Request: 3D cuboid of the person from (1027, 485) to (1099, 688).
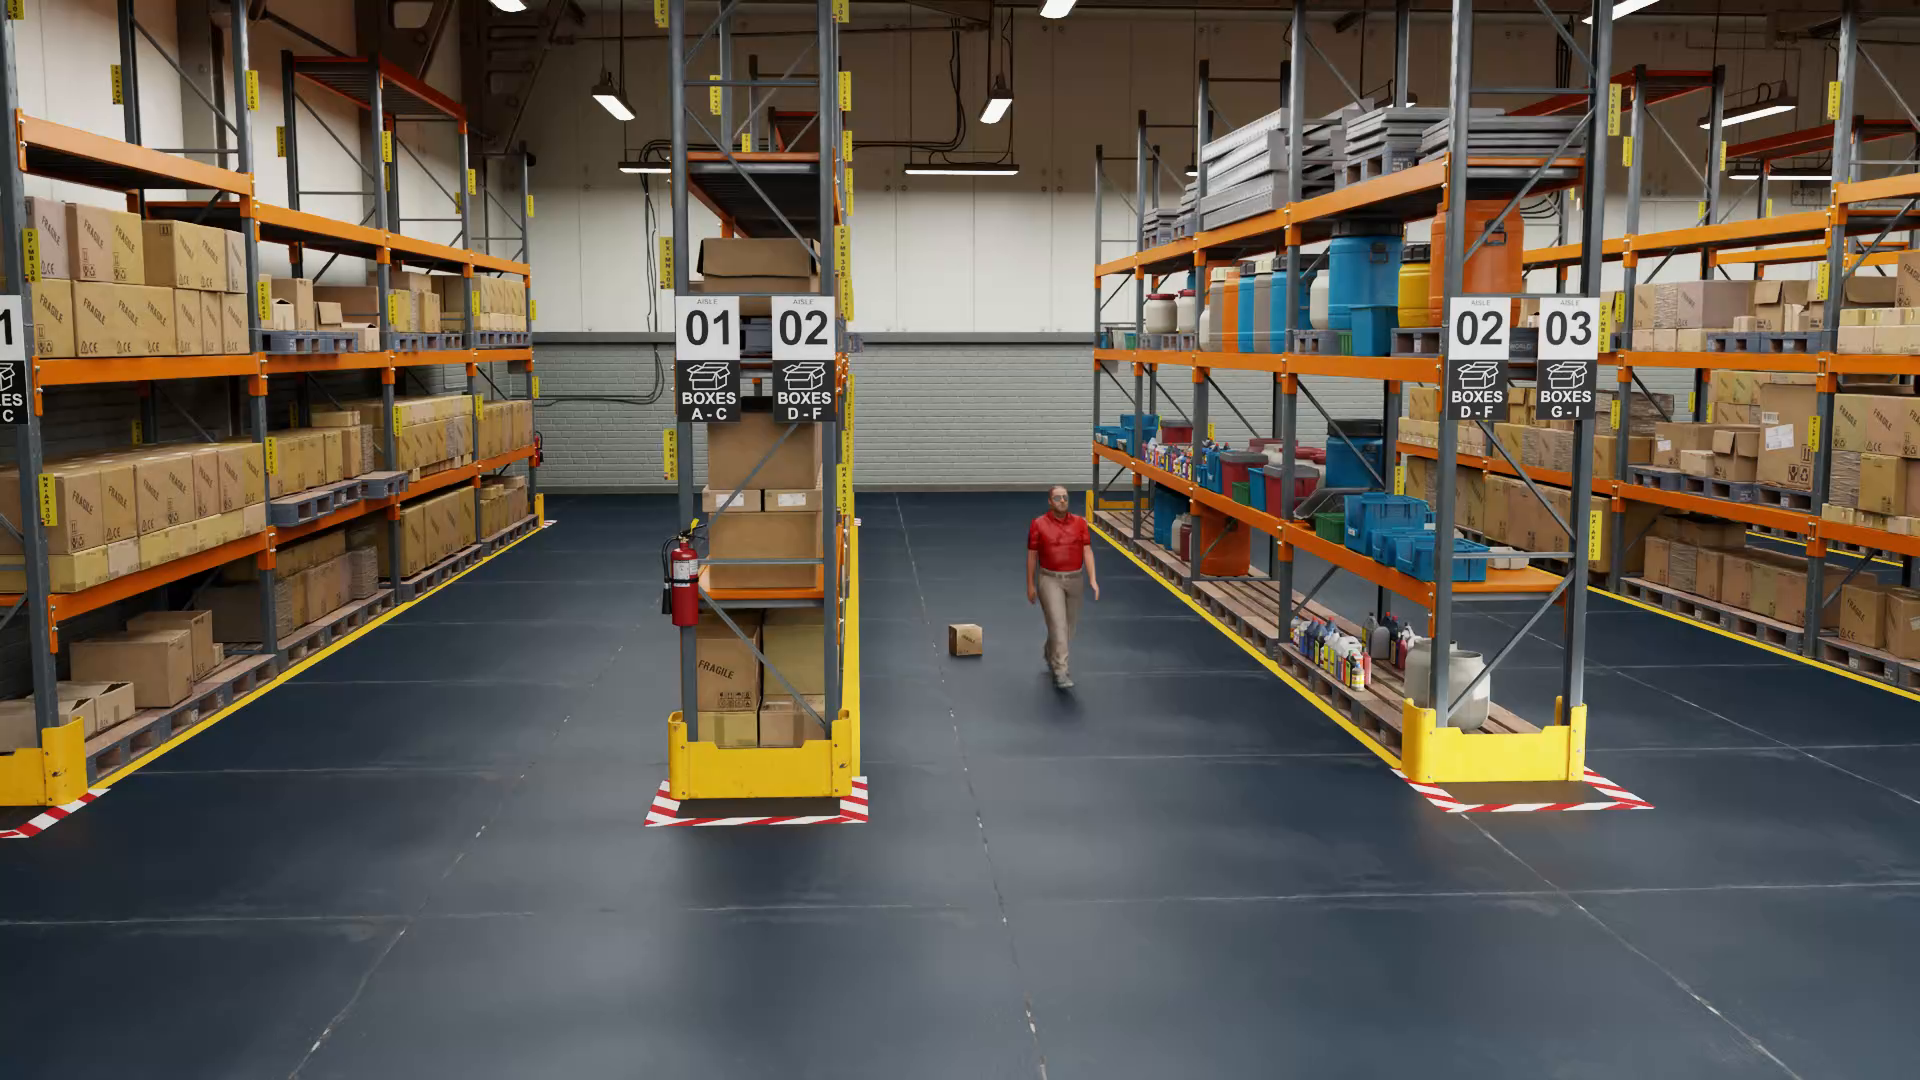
[{"bbox_3d":[0.870,0.373,14.170,0.542,1.679,1.013,-2,7,-20],"label":"person"}]
